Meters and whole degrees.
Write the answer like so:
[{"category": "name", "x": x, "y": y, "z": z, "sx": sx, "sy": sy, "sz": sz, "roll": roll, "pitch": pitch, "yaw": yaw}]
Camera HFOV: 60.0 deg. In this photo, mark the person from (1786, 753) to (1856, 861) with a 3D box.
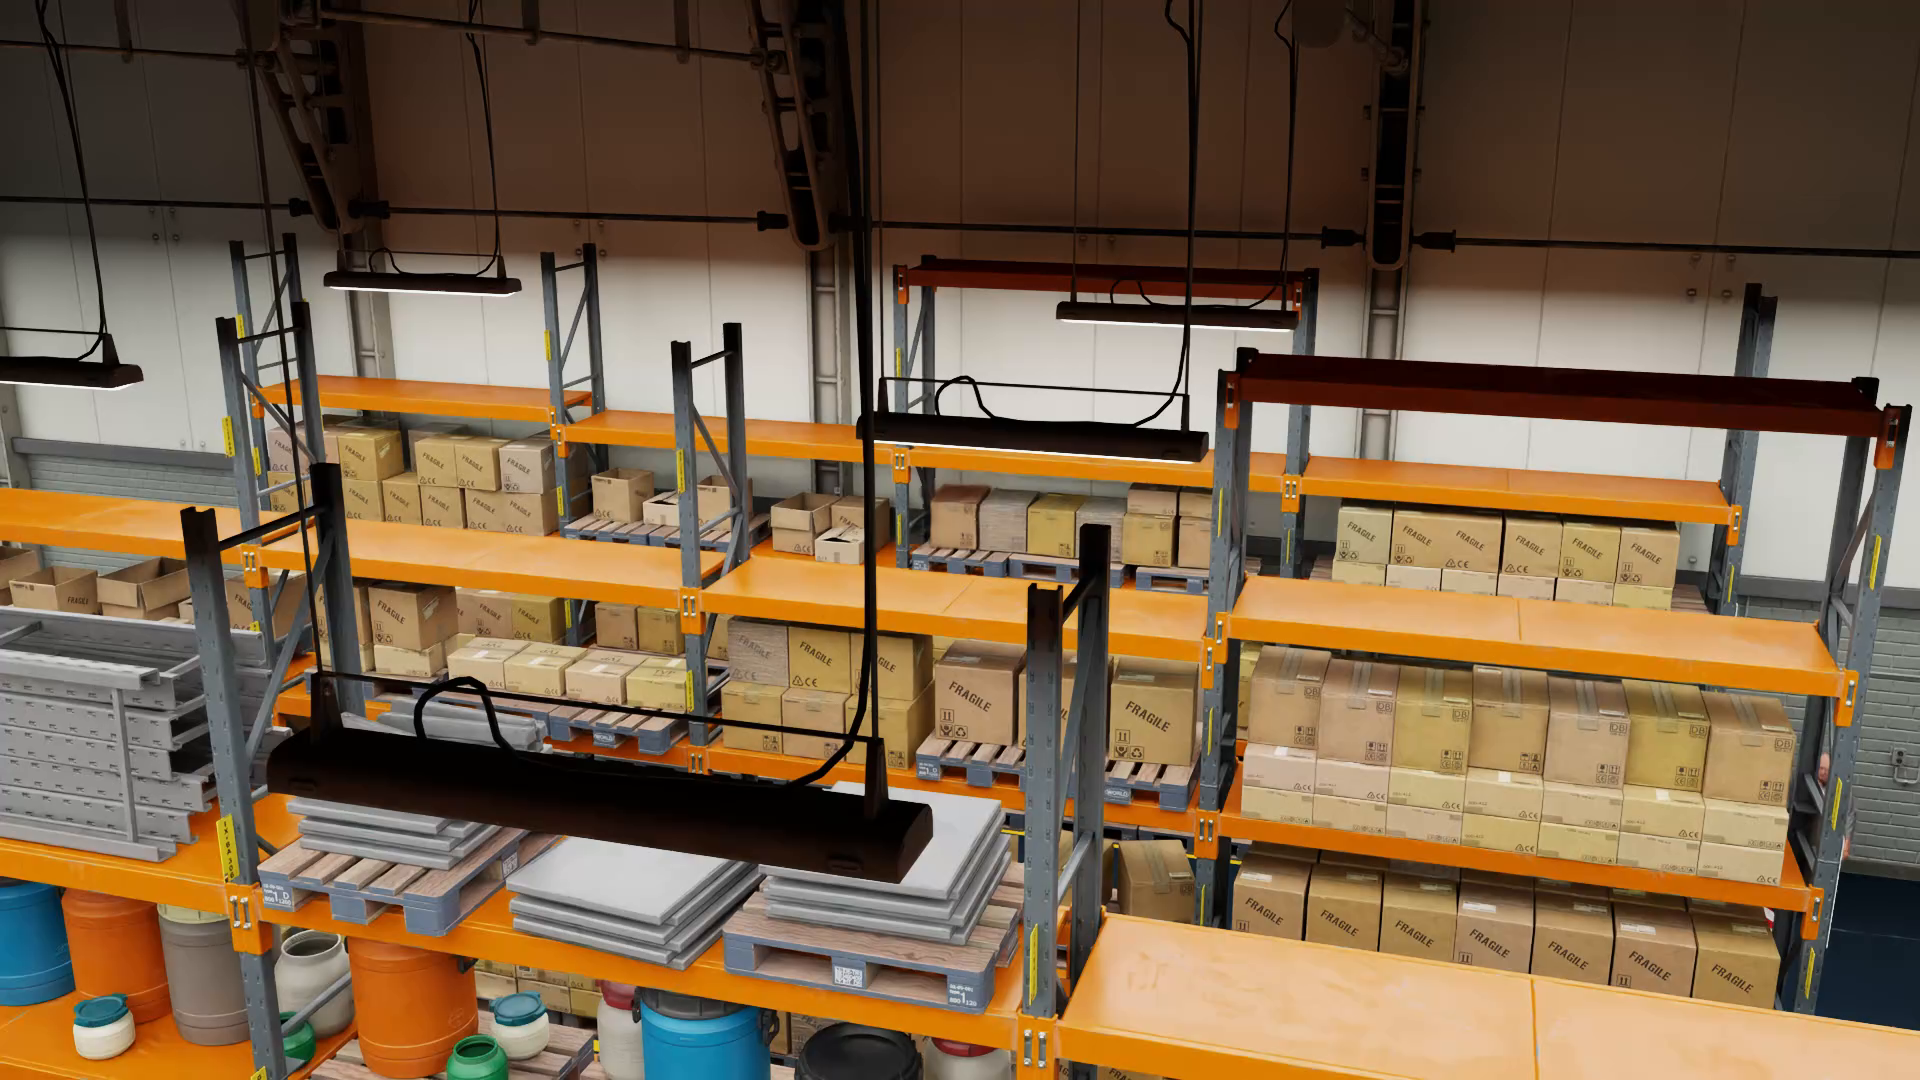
[{"category": "person", "x": 8.157, "y": 2.848, "z": 15.894, "sx": 0.665, "sy": 1.761, "sz": 0.552, "roll": 10, "pitch": 19, "yaw": 31}]
